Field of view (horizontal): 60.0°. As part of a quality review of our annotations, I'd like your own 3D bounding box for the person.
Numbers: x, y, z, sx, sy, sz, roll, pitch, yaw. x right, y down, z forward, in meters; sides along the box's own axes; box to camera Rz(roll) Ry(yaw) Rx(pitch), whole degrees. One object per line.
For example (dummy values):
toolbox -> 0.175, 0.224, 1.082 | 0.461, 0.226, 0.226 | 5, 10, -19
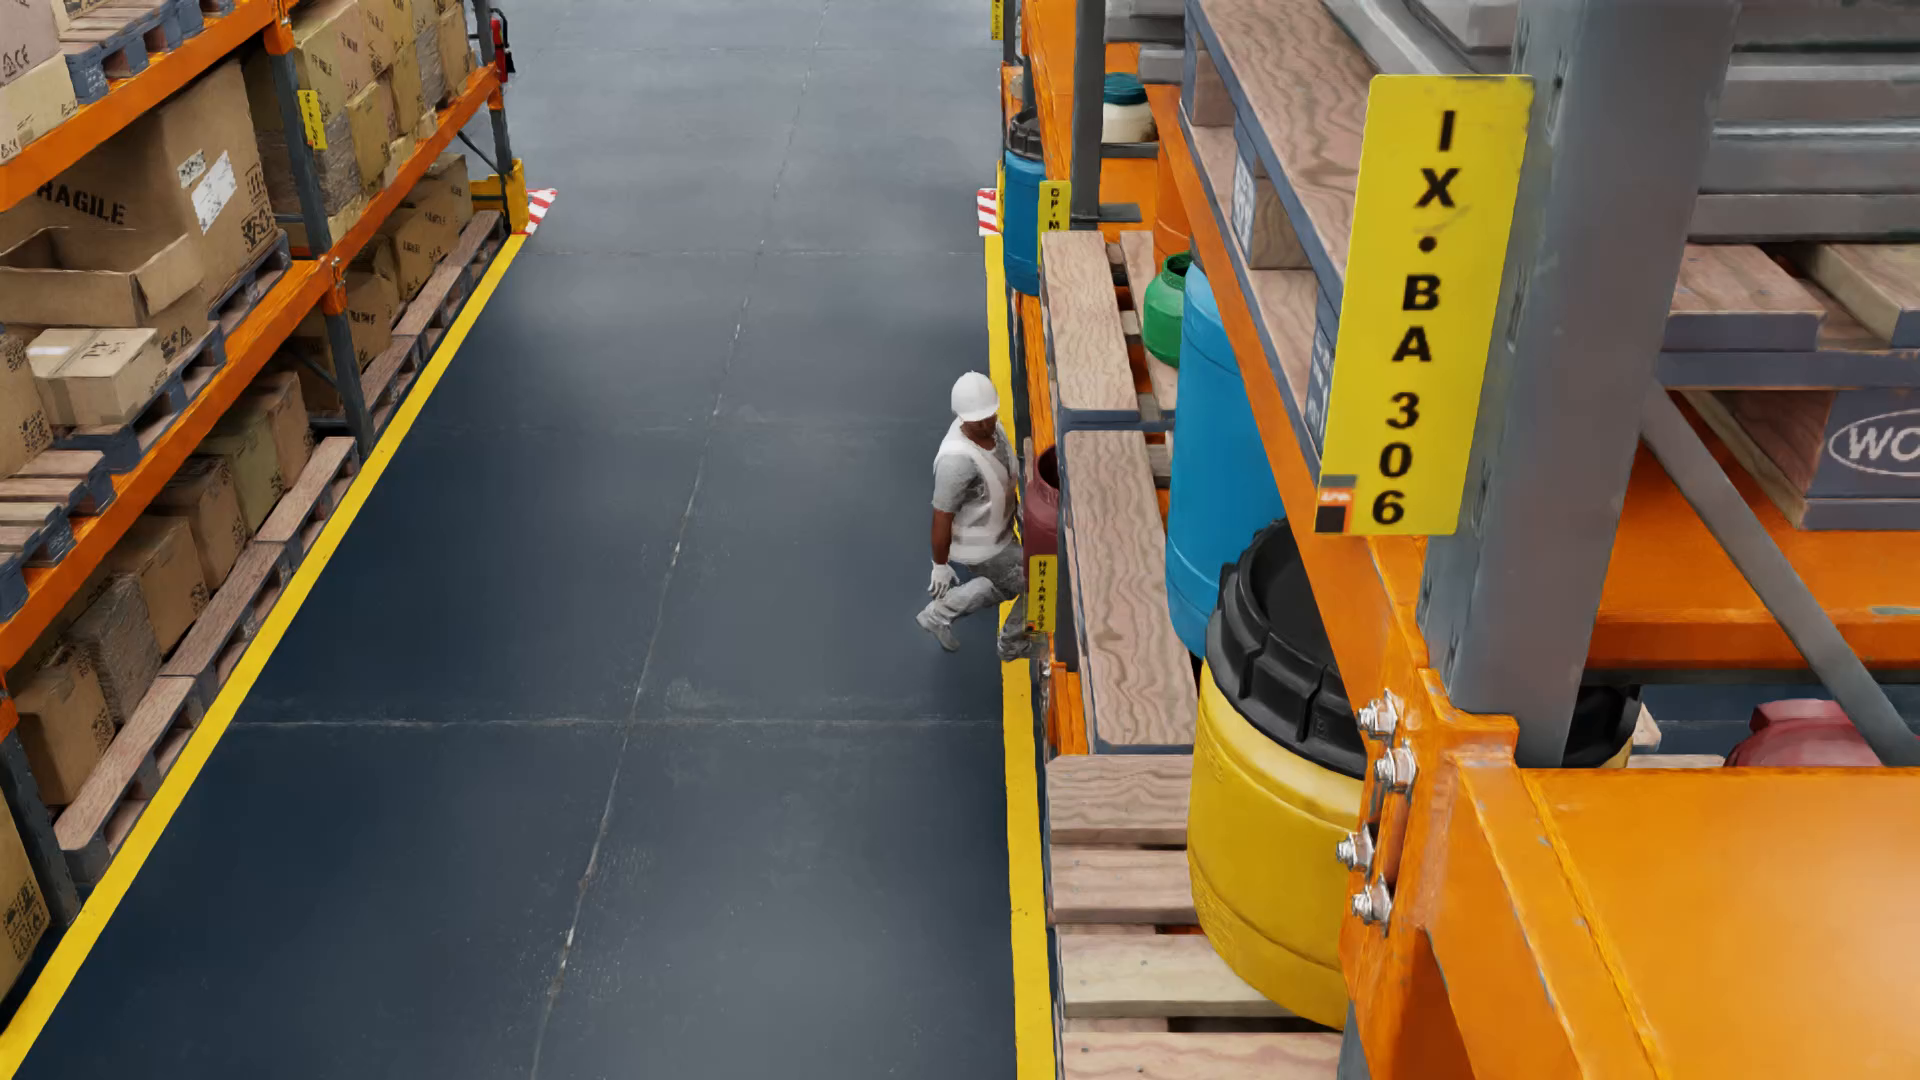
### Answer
person -> 0.116, -0.034, 7.658 | 0.729, 1.683, 0.595 | 5, 32, 8
